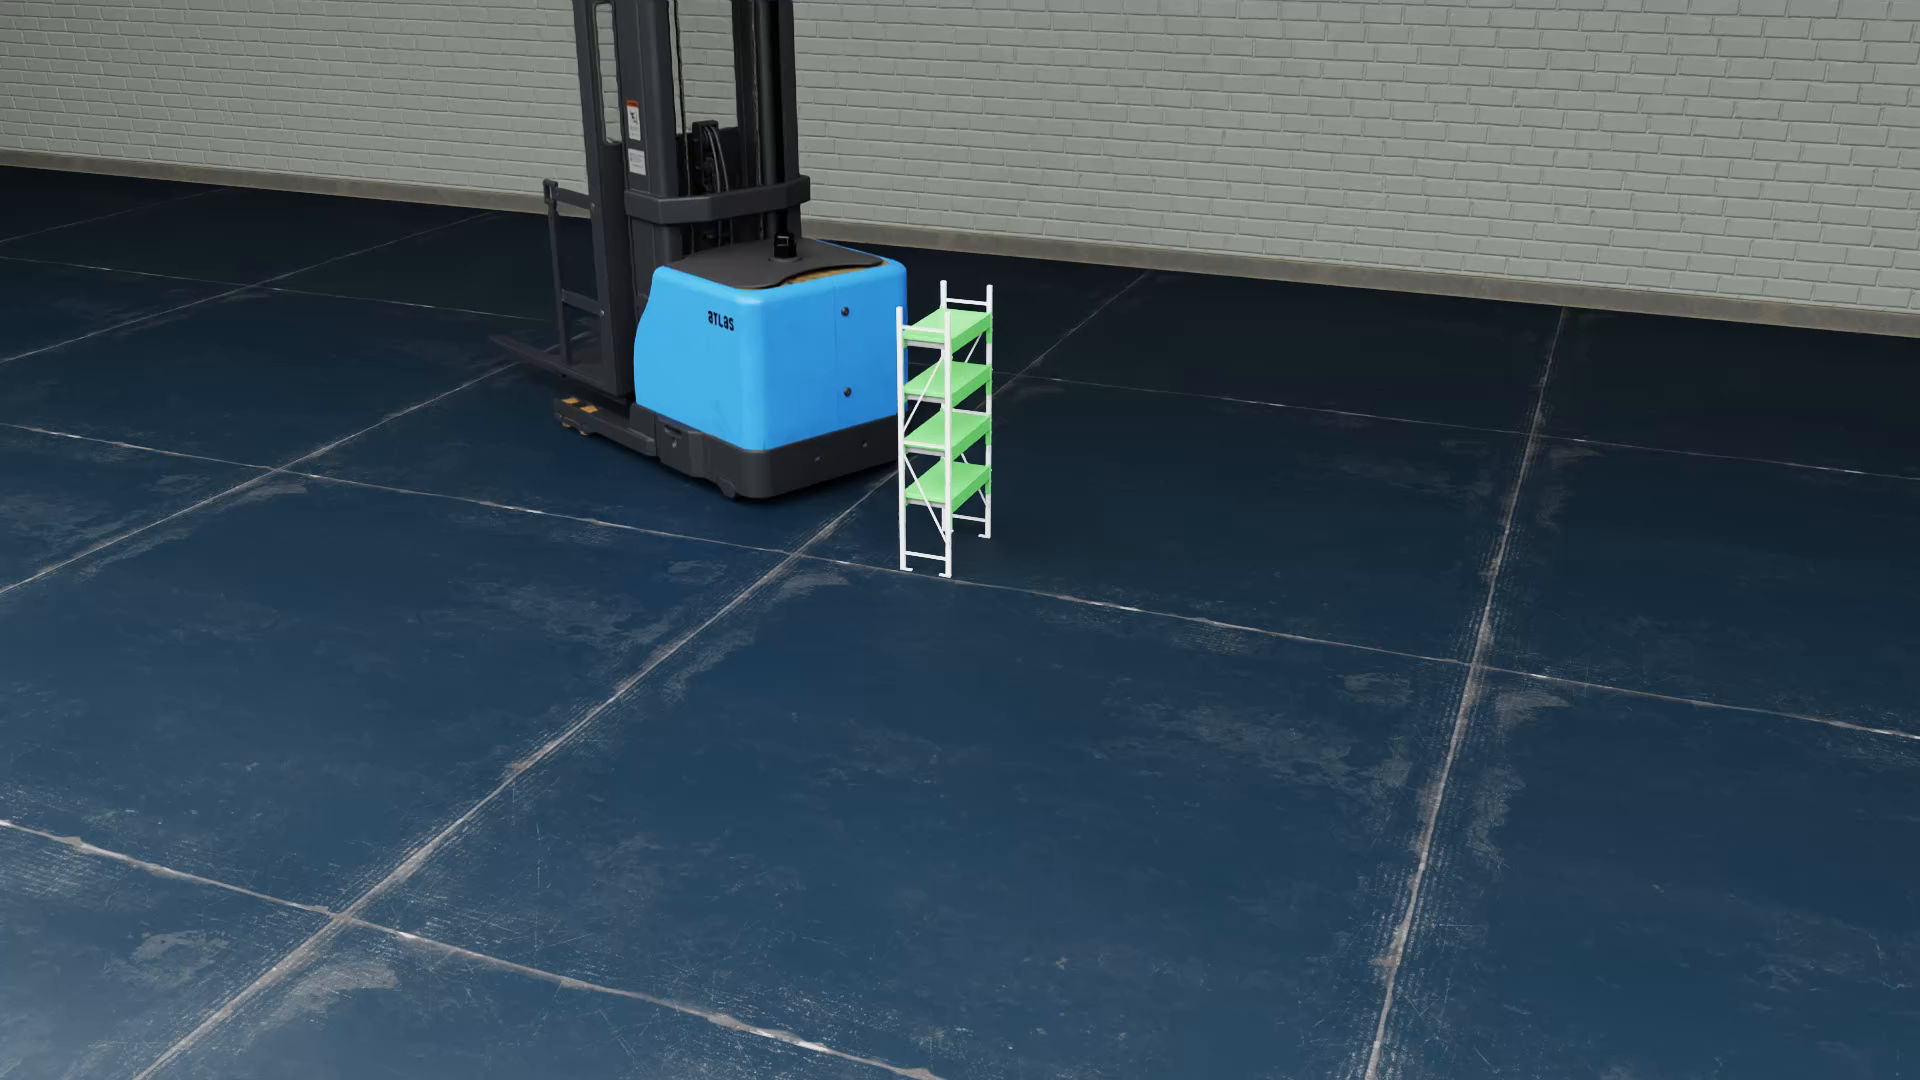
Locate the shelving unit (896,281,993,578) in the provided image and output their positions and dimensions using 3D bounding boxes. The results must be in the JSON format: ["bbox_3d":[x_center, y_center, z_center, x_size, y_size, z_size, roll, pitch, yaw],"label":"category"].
[{"bbox_3d":[-0.061,-0.494,7.377,0.258,1.200,0.503,9,24,20],"label":"shelving unit"}]

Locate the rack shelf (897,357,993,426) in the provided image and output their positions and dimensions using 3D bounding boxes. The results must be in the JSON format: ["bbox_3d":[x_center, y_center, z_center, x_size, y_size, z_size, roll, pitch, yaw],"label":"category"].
[{"bbox_3d":[-0.061,-0.657,7.309,0.258,0.148,0.480,9,24,20],"label":"rack shelf"}]

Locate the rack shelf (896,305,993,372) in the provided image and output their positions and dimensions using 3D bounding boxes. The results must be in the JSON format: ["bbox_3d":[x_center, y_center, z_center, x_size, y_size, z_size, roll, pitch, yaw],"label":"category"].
[{"bbox_3d":[-0.062,-0.878,7.217,0.258,0.148,0.480,9,24,20],"label":"rack shelf"}]

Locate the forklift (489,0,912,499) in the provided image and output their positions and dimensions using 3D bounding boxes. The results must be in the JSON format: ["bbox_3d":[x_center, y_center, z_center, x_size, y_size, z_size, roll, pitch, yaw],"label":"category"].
[{"bbox_3d":[-1.609,-2.037,8.825,1.130,2.935,3.031,-19,29,-38],"label":"forklift"}]

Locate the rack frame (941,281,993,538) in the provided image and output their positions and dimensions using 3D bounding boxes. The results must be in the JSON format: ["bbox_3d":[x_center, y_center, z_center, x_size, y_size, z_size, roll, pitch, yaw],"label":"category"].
[{"bbox_3d":[0.029,-0.582,7.586,0.240,1.200,0.015,9,24,20],"label":"rack frame"}]

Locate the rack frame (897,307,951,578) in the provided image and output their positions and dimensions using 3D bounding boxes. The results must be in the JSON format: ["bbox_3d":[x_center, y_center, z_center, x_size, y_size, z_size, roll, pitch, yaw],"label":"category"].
[{"bbox_3d":[-0.152,-0.407,7.168,0.240,1.200,0.015,9,24,20],"label":"rack frame"}]

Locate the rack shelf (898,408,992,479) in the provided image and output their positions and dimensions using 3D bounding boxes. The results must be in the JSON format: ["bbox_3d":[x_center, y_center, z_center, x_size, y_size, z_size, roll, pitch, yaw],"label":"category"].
[{"bbox_3d":[-0.061,-0.435,7.402,0.258,0.148,0.480,9,24,20],"label":"rack shelf"}]

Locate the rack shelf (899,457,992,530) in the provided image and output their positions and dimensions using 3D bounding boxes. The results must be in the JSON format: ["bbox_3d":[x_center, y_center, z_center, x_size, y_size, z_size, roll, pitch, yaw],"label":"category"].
[{"bbox_3d":[-0.061,-0.214,7.494,0.258,0.148,0.480,9,24,20],"label":"rack shelf"}]
